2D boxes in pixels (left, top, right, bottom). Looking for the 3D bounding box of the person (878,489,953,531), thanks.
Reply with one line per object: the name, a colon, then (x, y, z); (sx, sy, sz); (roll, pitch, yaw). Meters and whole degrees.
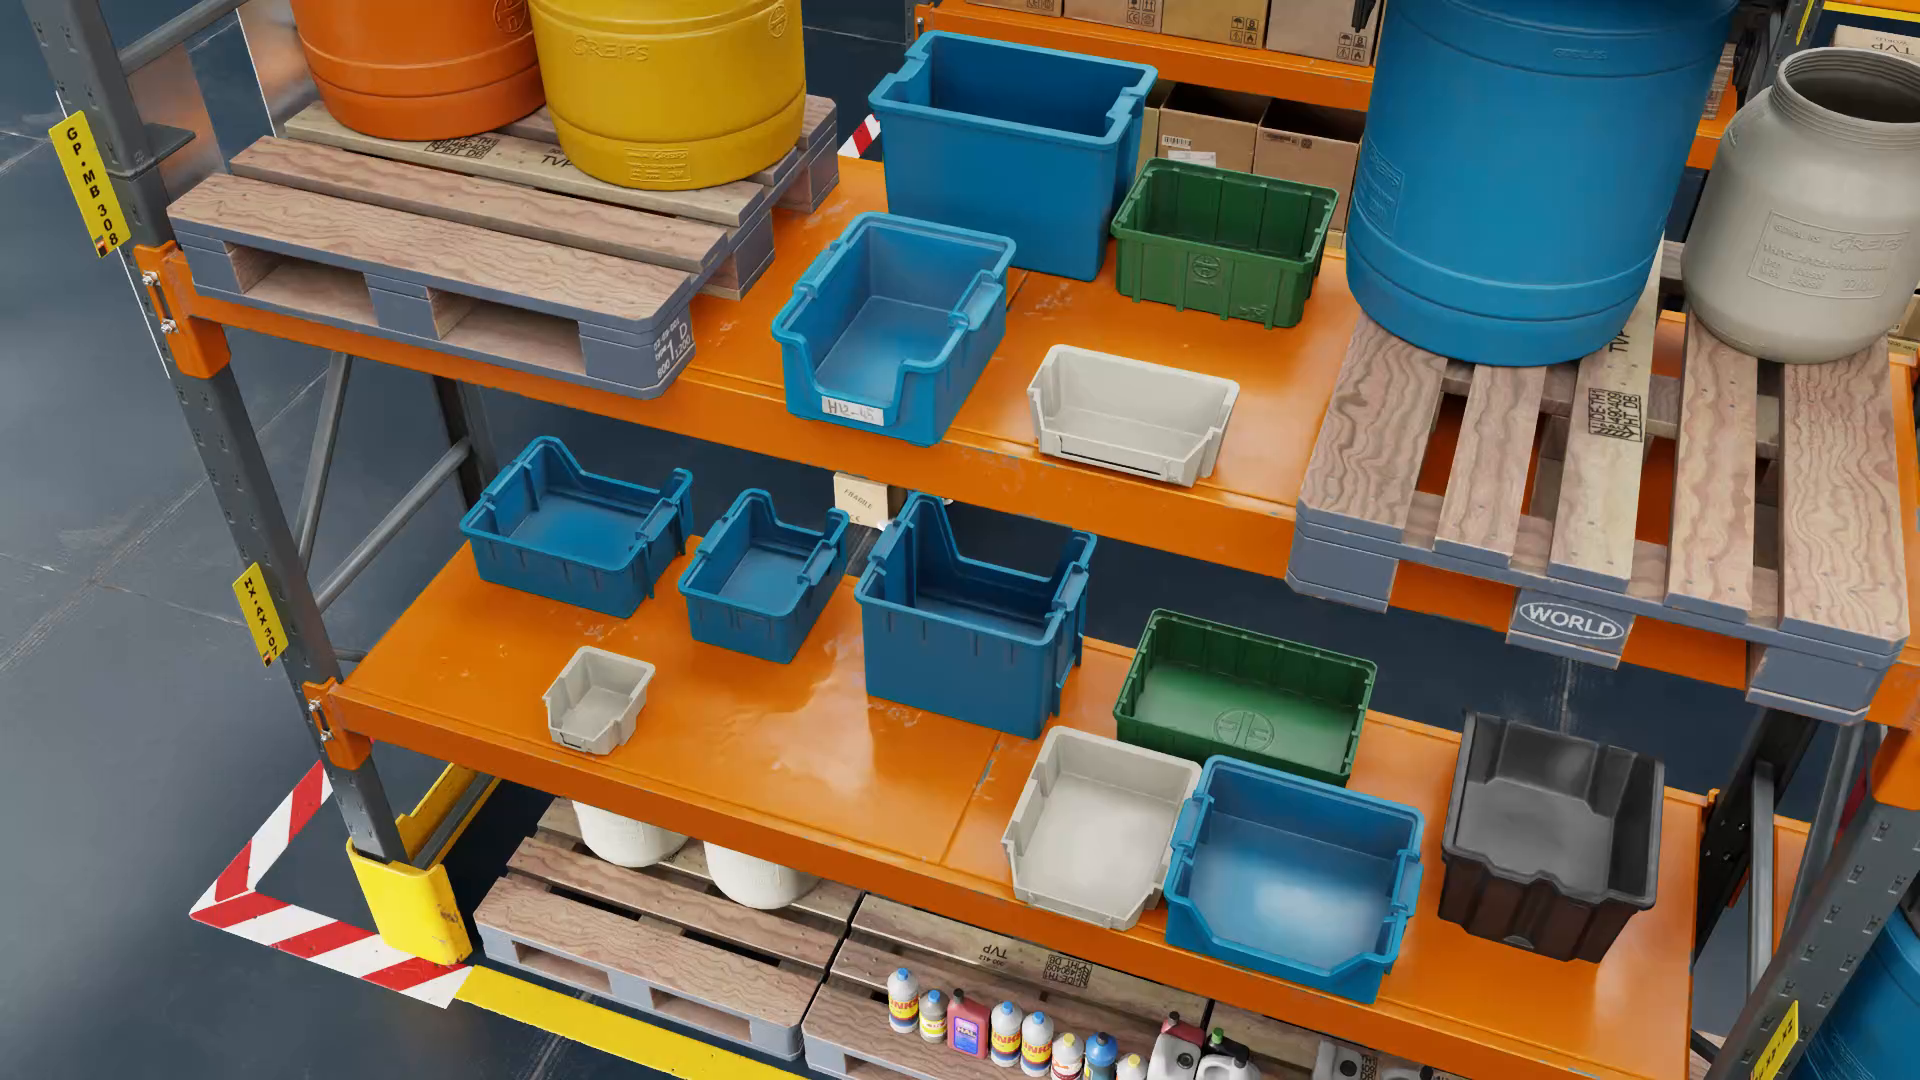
person: (-0.176, -0.689, 6.931); (0.350, 1.593, 0.467); (13, 44, 14)
